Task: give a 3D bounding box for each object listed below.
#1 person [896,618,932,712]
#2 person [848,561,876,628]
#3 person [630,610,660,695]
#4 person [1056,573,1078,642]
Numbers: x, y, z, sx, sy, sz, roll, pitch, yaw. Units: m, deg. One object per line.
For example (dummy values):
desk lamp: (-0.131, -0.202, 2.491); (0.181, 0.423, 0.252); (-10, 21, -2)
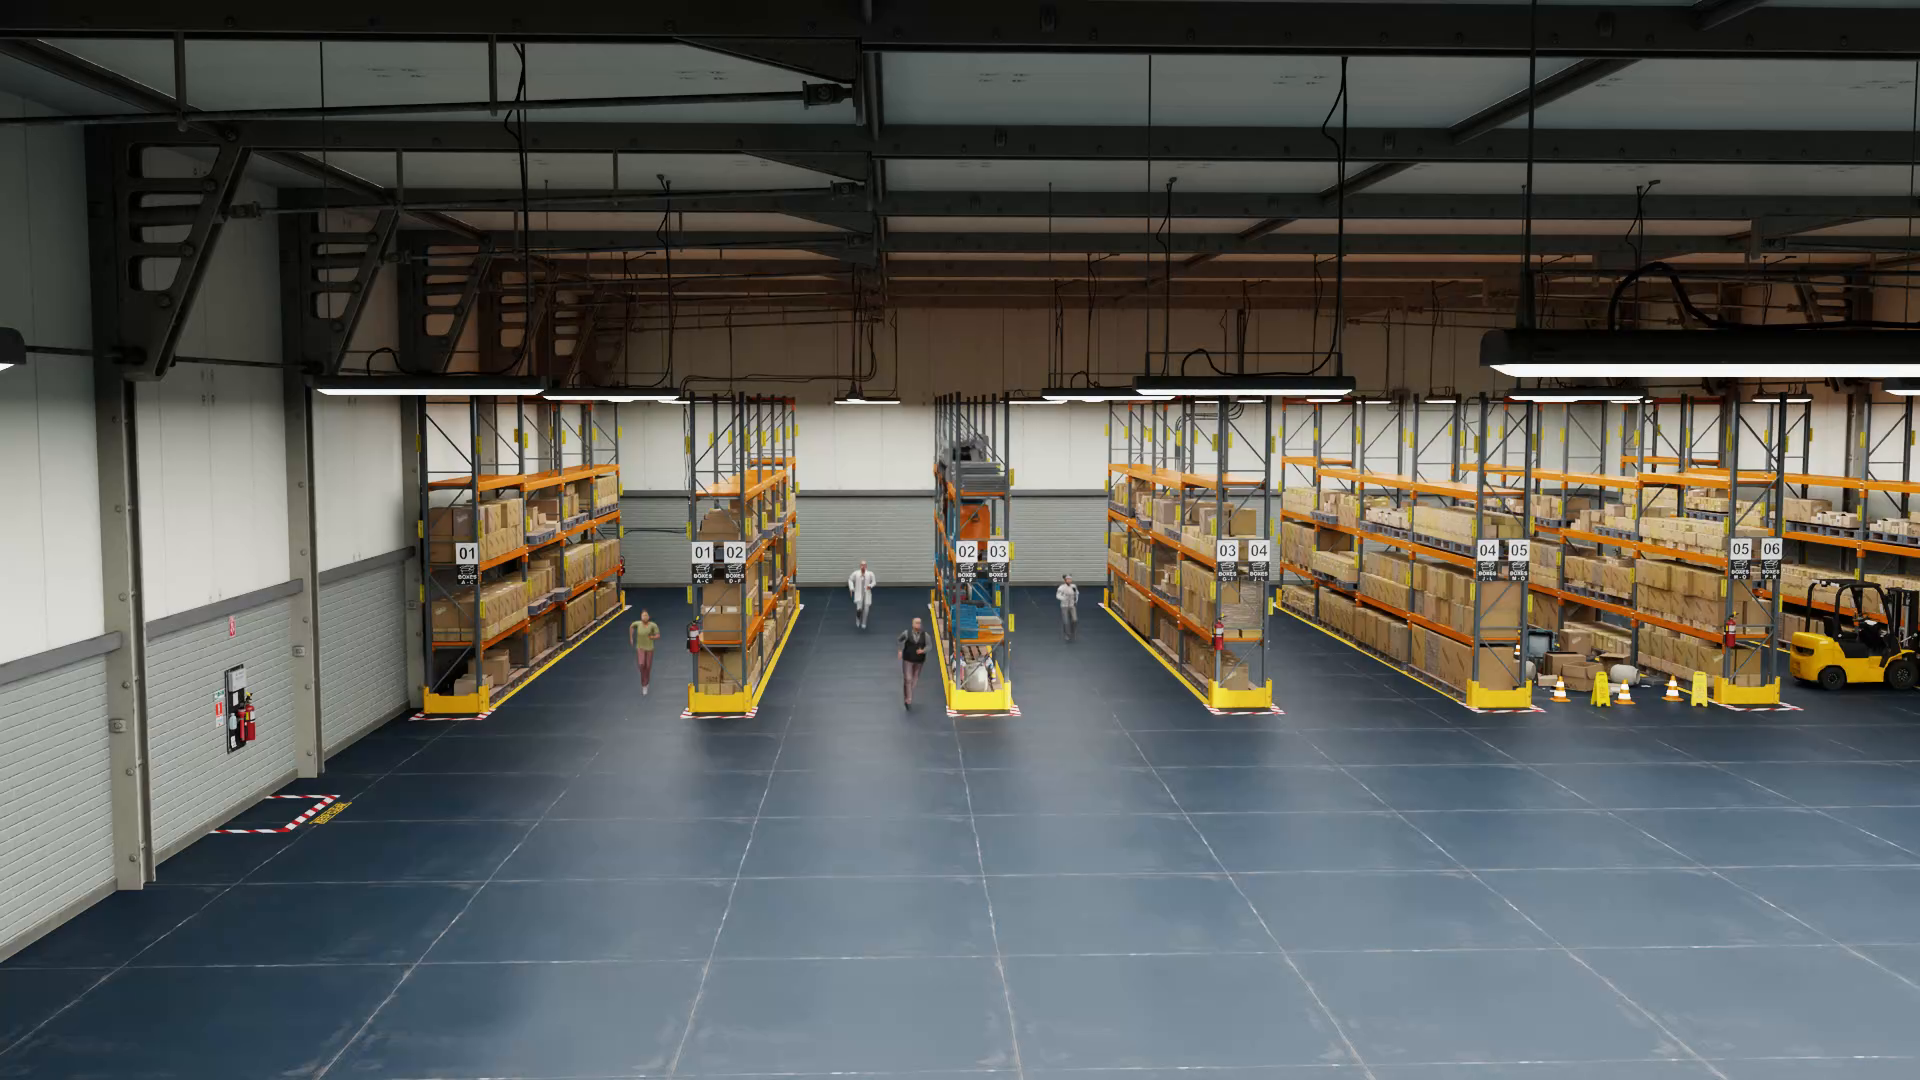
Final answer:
person: (-0.864, 2.349, 31.619); (0.664, 1.758, 0.877); (-1, 5, -14)
person: (-2.499, 1.418, 42.783); (0.704, 1.734, 0.653); (-1, 5, -8)
person: (-6.314, 2.225, 33.367); (0.599, 1.694, 0.817); (-1, 5, -9)
person: (2.631, 1.641, 40.514); (0.599, 1.684, 0.713); (-1, 5, -8)
